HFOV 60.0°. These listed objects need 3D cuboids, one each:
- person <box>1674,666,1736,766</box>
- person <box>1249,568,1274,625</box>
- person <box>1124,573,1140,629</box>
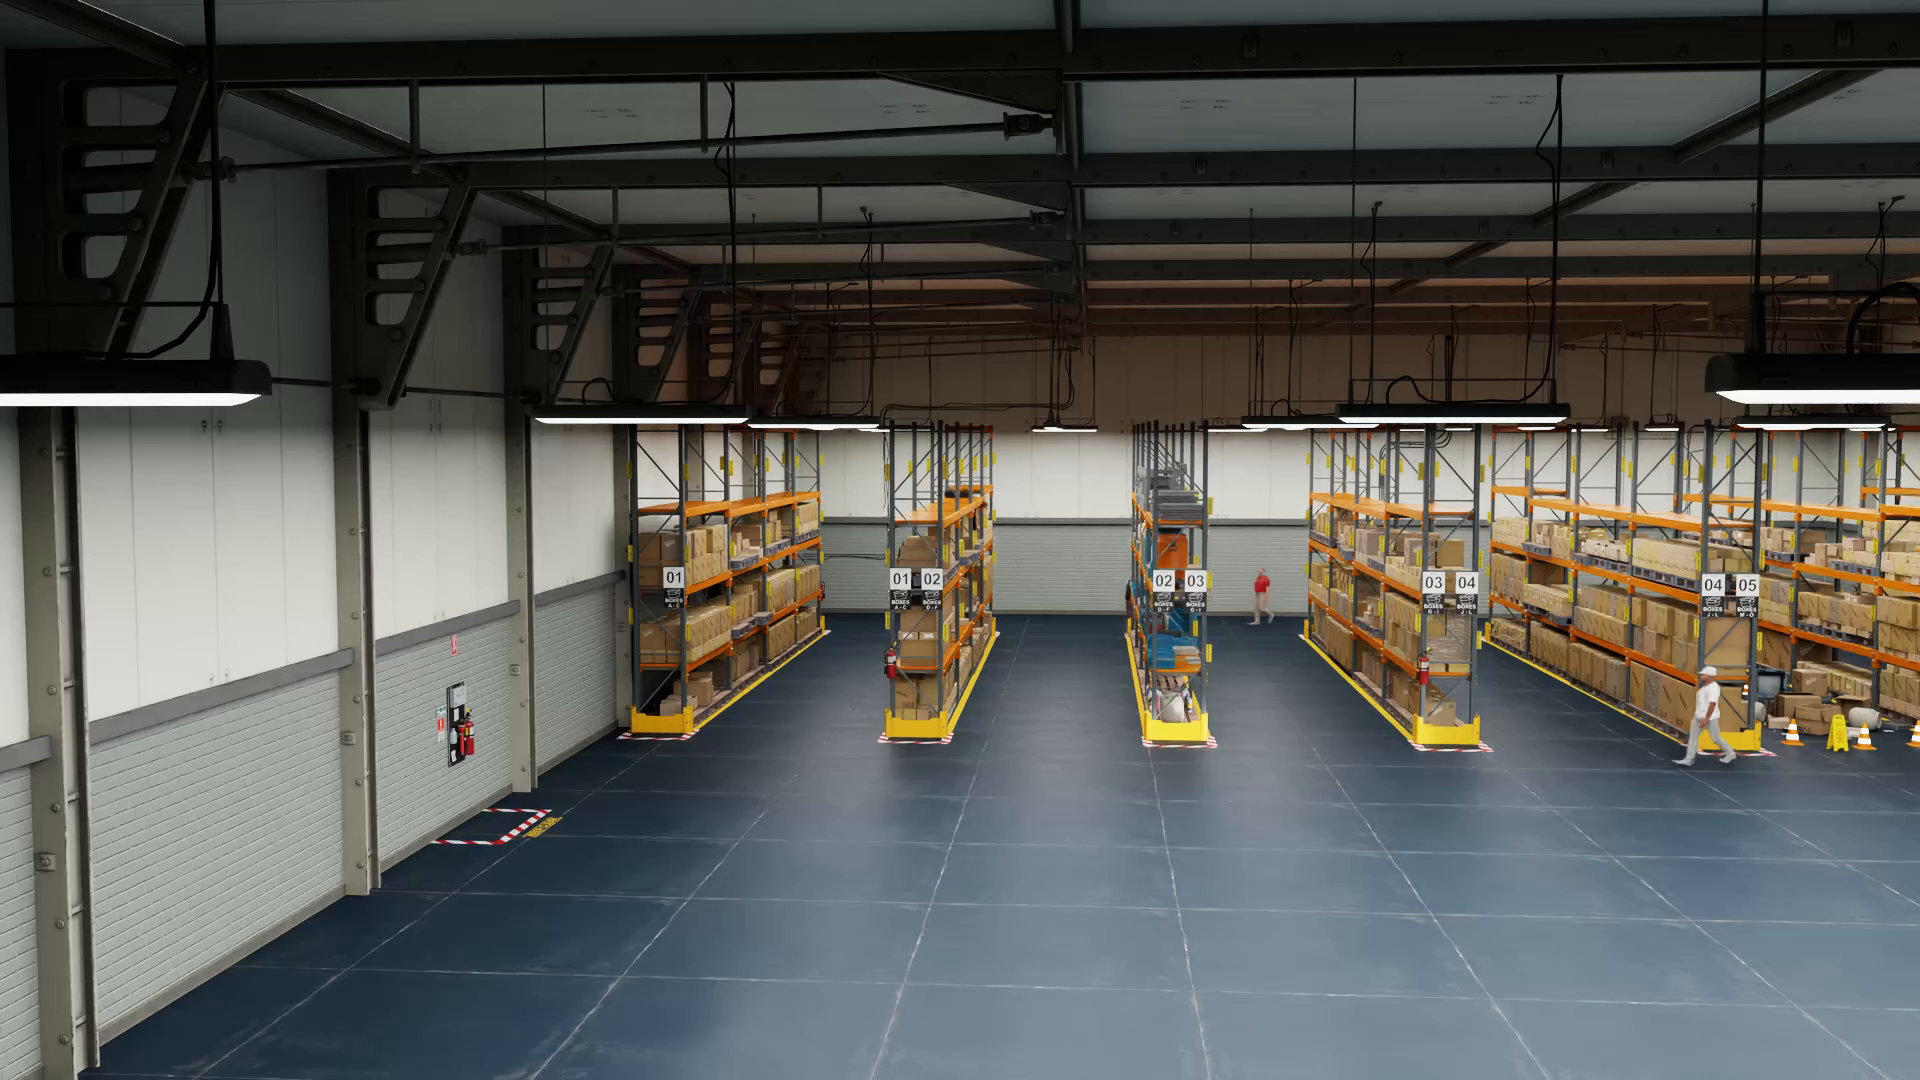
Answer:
[{"bbox_3d":[12.893,3.046,28.646,1.028,1.737,0.509,-1,4,-18],"label":"person"},{"bbox_3d":[9.044,1.703,49.854,0.664,1.707,0.548,-2,4,-28],"label":"person"},{"bbox_3d":[5.090,1.799,48.707,0.547,1.736,0.533,0,4,2],"label":"person"}]
